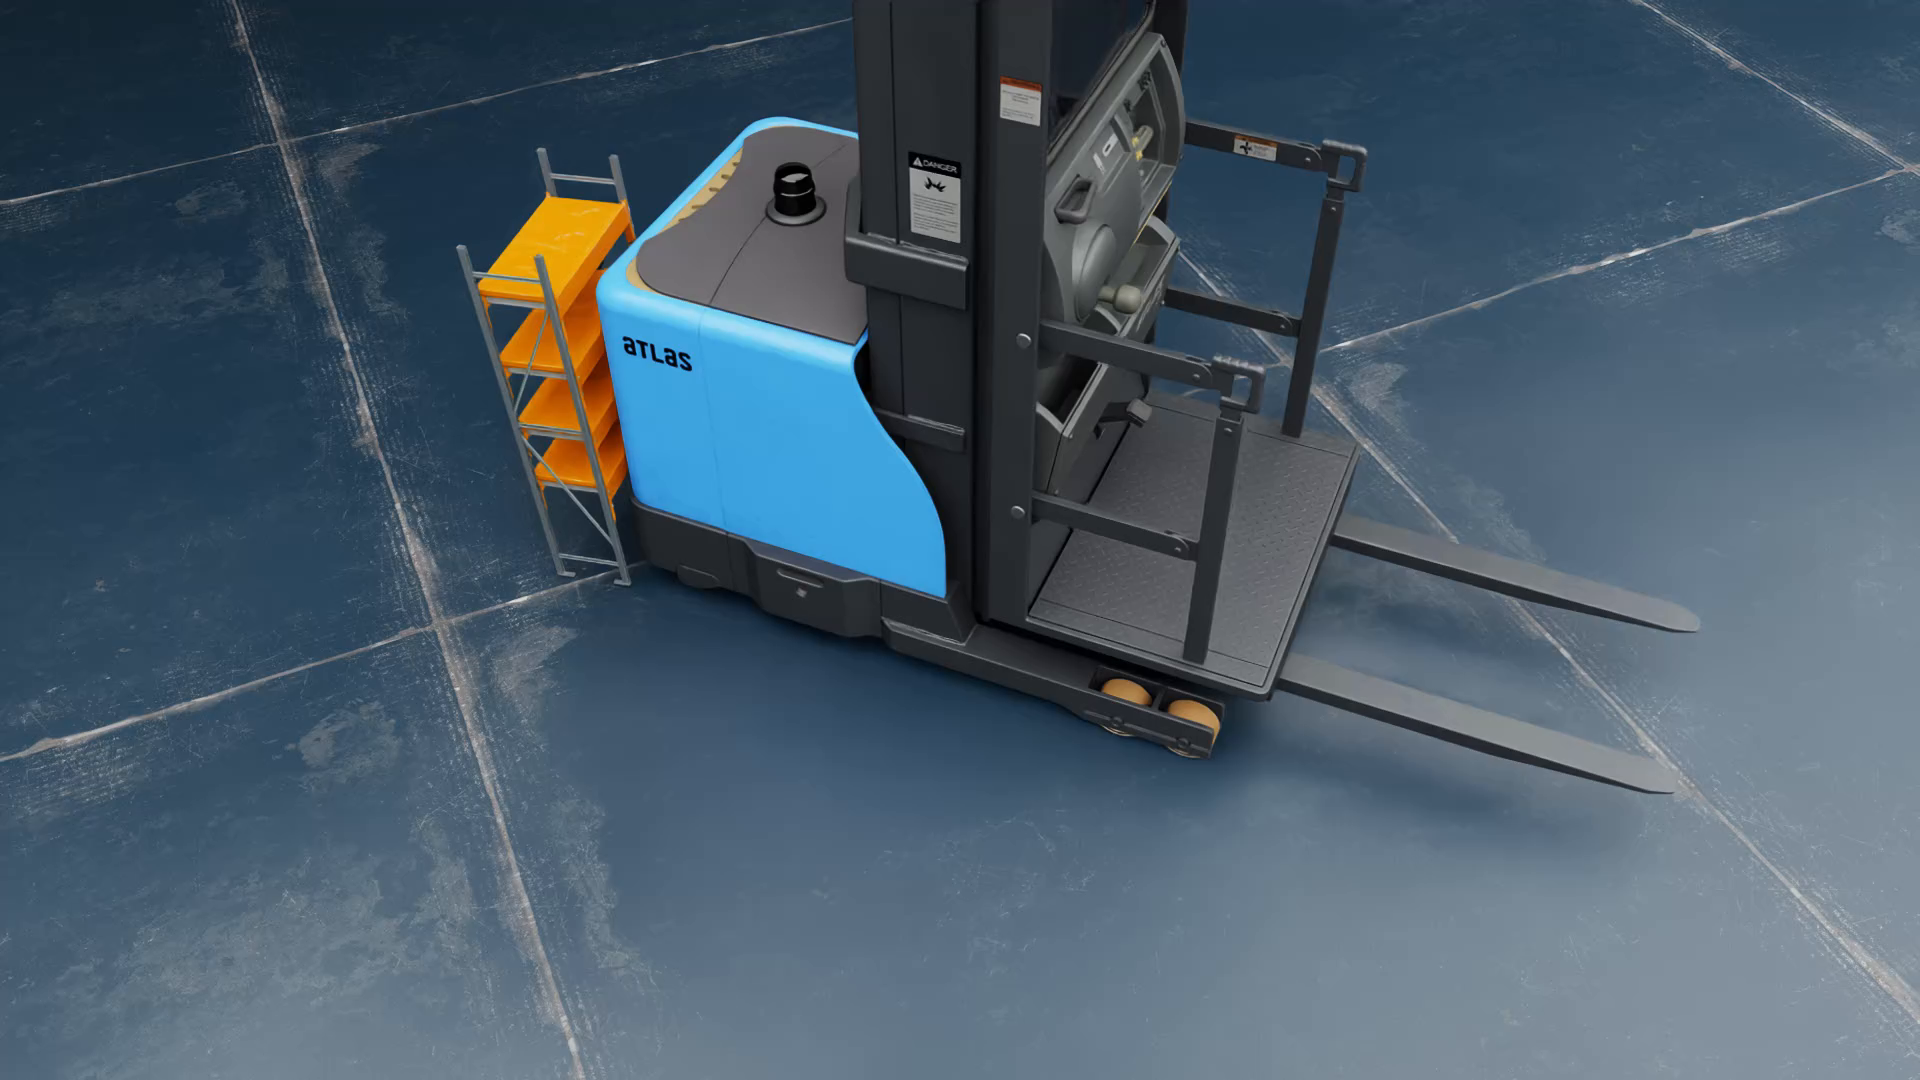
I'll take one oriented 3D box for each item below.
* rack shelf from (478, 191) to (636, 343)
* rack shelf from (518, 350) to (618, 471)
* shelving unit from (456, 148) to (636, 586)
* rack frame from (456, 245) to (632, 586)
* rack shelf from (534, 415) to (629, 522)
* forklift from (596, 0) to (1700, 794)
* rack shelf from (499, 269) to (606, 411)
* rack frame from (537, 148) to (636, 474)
[{"bbox_3d":[-1.115,-0.761,4.599,0.258,0.148,0.480,8,45,13],"label":"rack shelf"},{"bbox_3d":[-1.091,-0.430,4.917,0.258,0.148,0.480,8,45,13],"label":"rack shelf"},{"bbox_3d":[-1.095,-0.478,4.870,0.258,1.200,0.503,8,45,13],"label":"shelving unit"},{"bbox_3d":[-1.156,-0.312,4.702,0.240,1.200,0.015,8,45,13],"label":"rack frame"},{"bbox_3d":[-1.081,-0.286,5.054,0.258,0.148,0.480,8,45,13],"label":"rack shelf"},{"bbox_3d":[0.573,-0.865,4.040,3.031,2.935,1.130,17,47,16],"label":"forklift"},{"bbox_3d":[-1.103,-0.591,4.762,0.258,0.148,0.480,8,45,13],"label":"rack shelf"},{"bbox_3d":[-1.034,-0.644,5.039,0.240,1.200,0.015,8,45,13],"label":"rack frame"}]
